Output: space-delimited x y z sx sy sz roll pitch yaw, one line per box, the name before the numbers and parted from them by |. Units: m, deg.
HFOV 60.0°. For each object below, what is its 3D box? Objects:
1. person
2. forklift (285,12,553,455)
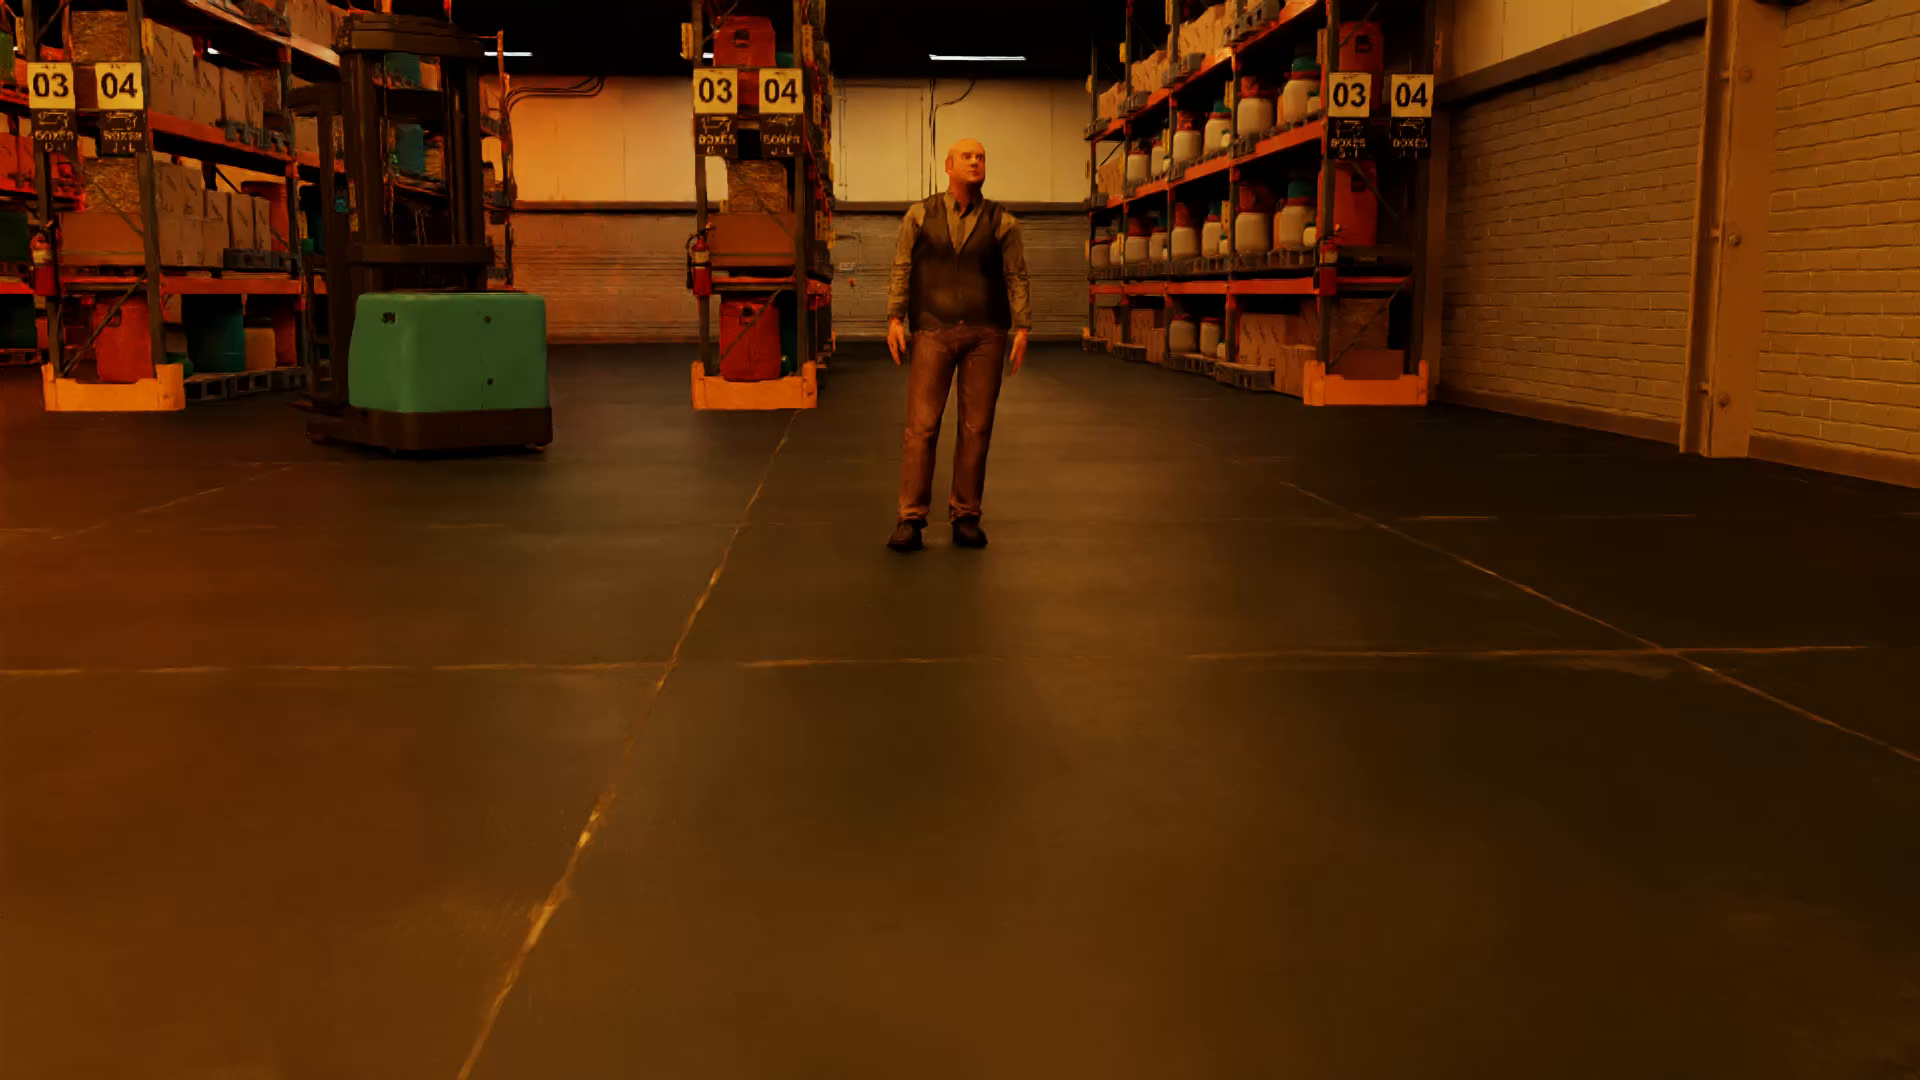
person | -0.004 -0.849 7.120 0.632 1.720 0.567 -1 8 -4
forklift | -4.103 -2.174 11.970 1.130 2.935 3.031 -7 11 -39
